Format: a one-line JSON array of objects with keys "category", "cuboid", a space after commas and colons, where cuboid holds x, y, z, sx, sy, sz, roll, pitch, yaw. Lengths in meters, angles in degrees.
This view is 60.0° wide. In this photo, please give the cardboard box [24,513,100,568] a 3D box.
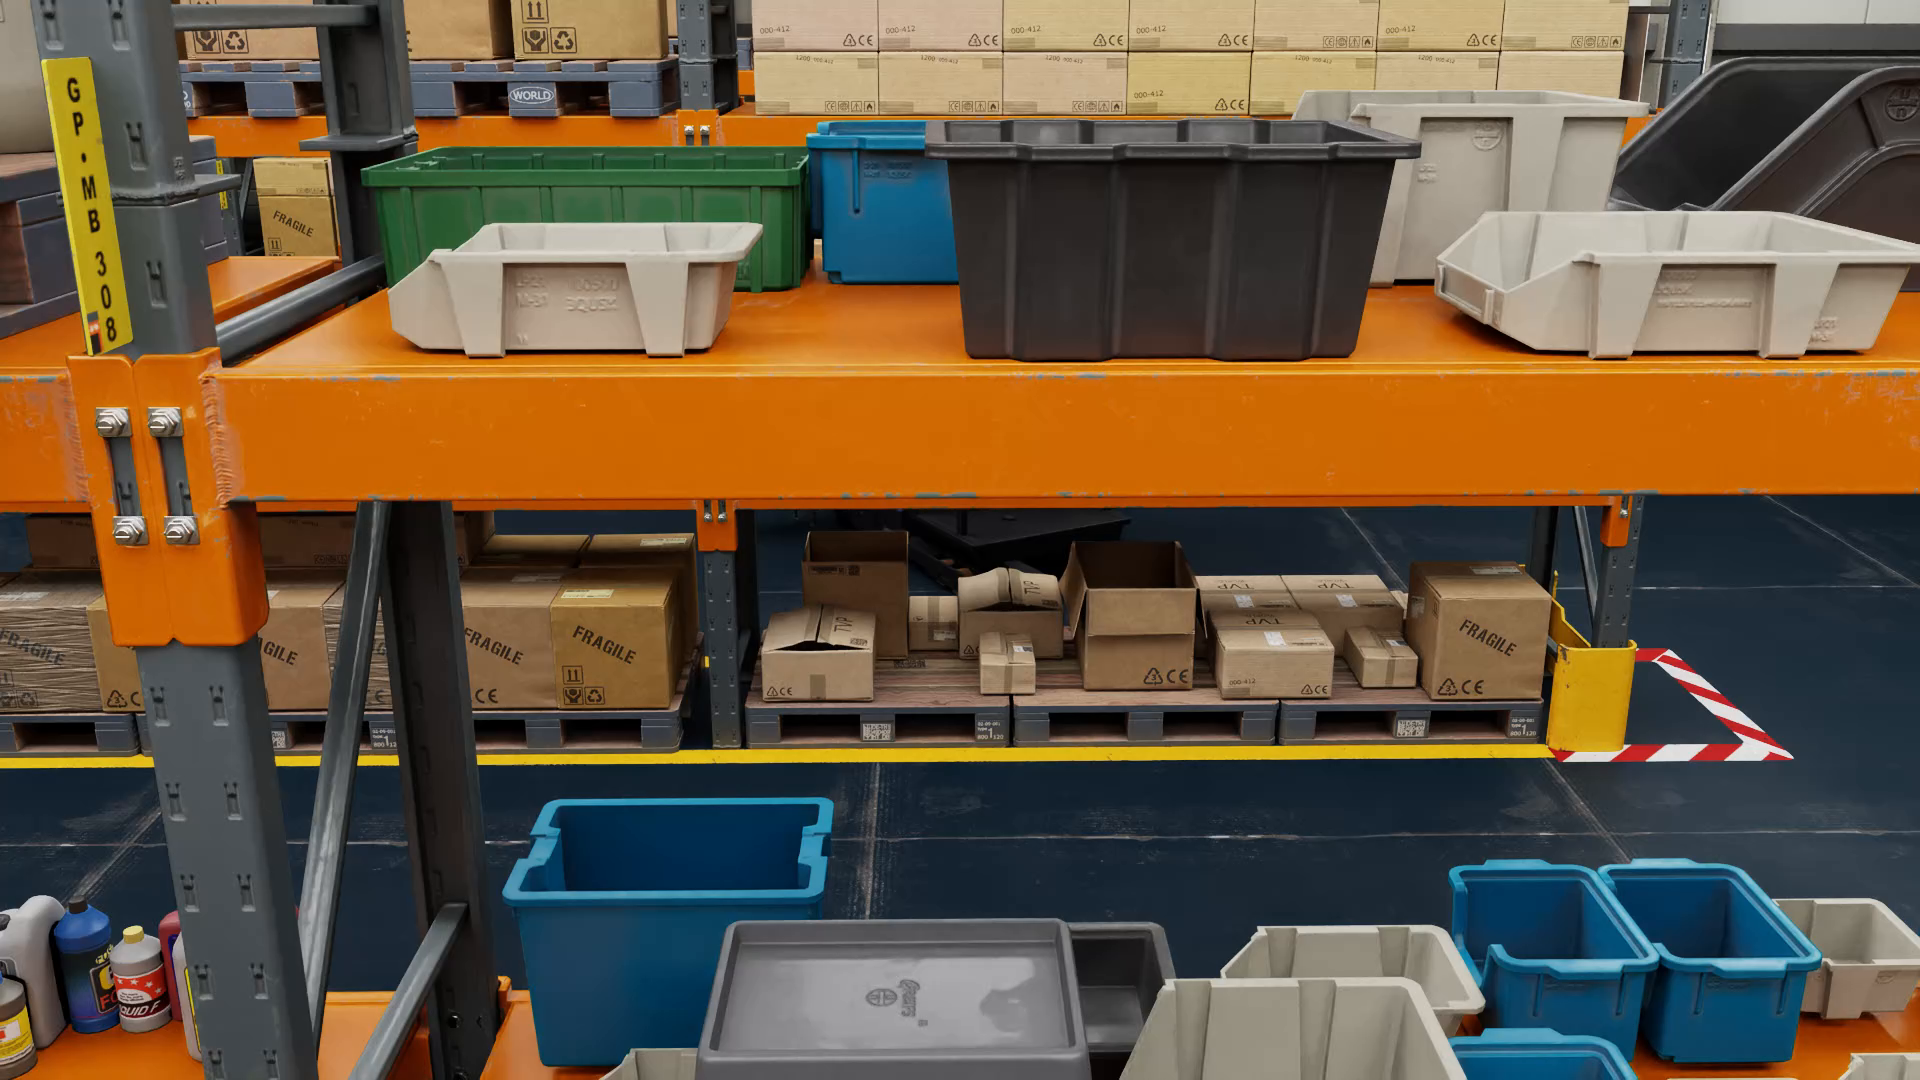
[{"category": "cardboard box", "cuboid": [-4.082, -0.061, 7.972, 0.500, 0.250, 0.500, 0, 18, 1]}]

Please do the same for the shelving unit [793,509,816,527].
[{"category": "shelving unit", "cuboid": [-1.205, -0.639, 10.574, 0.503, 1.200, 0.258, -14, 23, -38]}]

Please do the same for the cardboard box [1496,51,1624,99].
[{"category": "cardboard box", "cuboid": [2.419, -1.919, 6.955, 0.500, 0.250, 0.500, 0, 18, -1]}]

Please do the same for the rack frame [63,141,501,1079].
[{"category": "rack frame", "cuboid": [-0.996, 0.887, 2.873, 0.127, 3.000, 1.000, 0, 18, -1]}]

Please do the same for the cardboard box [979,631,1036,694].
[{"category": "cardboard box", "cuboid": [0.217, 0.570, 7.778, 0.250, 0.166, 0.380, 0, 18, -1]}]

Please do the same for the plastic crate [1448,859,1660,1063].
[{"category": "plastic crate", "cuboid": [1.135, 0.827, 3.235, 0.300, 0.233, 0.416, 0, 18, -1]}]

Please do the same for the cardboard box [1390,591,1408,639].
[{"category": "cardboard box", "cuboid": [2.255, 0.392, 8.332, 0.250, 0.166, 0.380, 0, 18, -1]}]

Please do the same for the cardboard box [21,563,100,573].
[{"category": "cardboard box", "cuboid": [-4.139, 0.298, 8.081, 0.500, 0.500, 0.500, 0, 18, 1]}]

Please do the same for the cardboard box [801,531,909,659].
[{"category": "cardboard box", "cuboid": [-0.505, 0.265, 8.183, 0.500, 0.500, 0.500, 0, 18, -1]}]

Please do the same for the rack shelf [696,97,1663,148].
[{"category": "rack shelf", "cuboid": [0.929, -1.722, 7.271, 4.000, 0.370, 1.077, 0, 18, -1]}]

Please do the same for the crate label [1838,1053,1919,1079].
[{"category": "crate label", "cuboid": [1.623, 1.029, 2.762, 0.243, 0.136, 0.396, 0, 18, -1]}]

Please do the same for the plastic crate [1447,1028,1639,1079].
[{"category": "plastic crate", "cuboid": [0.954, 1.007, 2.675, 0.300, 0.233, 0.416, 0, 18, -1]}]

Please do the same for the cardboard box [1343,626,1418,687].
[{"category": "cardboard box", "cuboid": [1.983, 0.546, 7.852, 0.250, 0.166, 0.380, 0, 18, -1]}]

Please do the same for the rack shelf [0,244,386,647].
[{"category": "rack shelf", "cuboid": [-2.996, -0.190, 2.495, 4.000, 0.370, 1.077, 0, 18, -1]}]

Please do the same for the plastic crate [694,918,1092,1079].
[{"category": "plastic crate", "cuboid": [-0.099, 0.900, 2.629, 0.583, 0.464, 0.402, 0, 18, -1]}]

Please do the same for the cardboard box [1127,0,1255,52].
[{"category": "cardboard box", "cuboid": [0.919, -2.152, 6.862, 0.500, 0.250, 0.500, 0, 18, -1]}]

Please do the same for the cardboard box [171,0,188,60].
[{"category": "cardboard box", "cuboid": [-3.605, -2.100, 7.110, 0.500, 0.500, 0.910, 0, 18, -1]}]

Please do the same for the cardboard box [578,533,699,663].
[{"category": "cardboard box", "cuboid": [-1.558, 0.282, 8.129, 0.500, 0.500, 0.500, -1, 18, -3]}]

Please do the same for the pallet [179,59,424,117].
[{"category": "pallet", "cuboid": [-2.761, -1.977, 7.198, 1.003, 0.211, 1.213, 0, 18, -1]}]

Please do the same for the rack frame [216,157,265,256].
[{"category": "rack frame", "cuboid": [-5.152, -2.120, 12.245, 0.127, 3.000, 1.000, 0, 18, -1]}]

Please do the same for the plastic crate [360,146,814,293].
[{"category": "plastic crate", "cuboid": [-0.577, -0.535, 2.741, 0.662, 0.188, 0.450, 0, 18, -1]}]

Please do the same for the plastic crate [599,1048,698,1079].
[{"category": "plastic crate", "cuboid": [-0.529, 1.025, 2.775, 0.243, 0.136, 0.396, 0, 18, -1]}]

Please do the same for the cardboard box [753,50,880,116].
[{"category": "cardboard box", "cuboid": [-0.581, -1.910, 6.926, 0.500, 0.250, 0.500, 0, 18, -1]}]

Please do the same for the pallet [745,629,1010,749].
[{"category": "pallet", "cuboid": [-0.384, 0.699, 8.025, 1.213, 0.211, 1.003, 0, 18, -1]}]

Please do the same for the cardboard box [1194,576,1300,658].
[{"category": "cardboard box", "cuboid": [1.381, 0.375, 8.249, 0.500, 0.250, 0.500, 0, 18, -1]}]

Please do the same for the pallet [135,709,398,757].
[{"category": "pallet", "cuboid": [-3.106, 0.724, 7.946, 1.213, 0.211, 1.003, 0, 18, -1]}]

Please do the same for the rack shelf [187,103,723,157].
[{"category": "rack shelf", "cuboid": [-3.070, -1.702, 7.211, 4.000, 0.370, 1.077, 0, 18, -1]}]

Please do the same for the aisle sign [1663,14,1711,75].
[{"category": "aisle sign", "cuboid": [3.002, -1.790, 6.962, 0.004, 0.787, 0.394, 0, 18, -1]}]

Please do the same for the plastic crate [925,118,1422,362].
[{"category": "plastic crate", "cuboid": [0.250, -0.402, 2.193, 0.590, 0.269, 0.497, 0, 18, -1]}]

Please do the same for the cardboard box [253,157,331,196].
[{"category": "cardboard box", "cuboid": [-4.665, -2.599, 11.829, 0.500, 0.250, 0.500, 0, 18, 0]}]

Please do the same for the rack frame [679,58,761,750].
[{"category": "rack frame", "cuboid": [-1.071, -0.626, 7.589, 0.127, 3.000, 1.000, 0, 18, -1]}]

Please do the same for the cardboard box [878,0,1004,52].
[{"category": "cardboard box", "cuboid": [-0.081, -2.151, 6.858, 0.500, 0.250, 0.500, 0, 18, -1]}]

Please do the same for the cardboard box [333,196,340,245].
[{"category": "cardboard box", "cuboid": [-4.139, -2.243, 11.944, 0.500, 0.500, 0.500, 0, 18, 1]}]

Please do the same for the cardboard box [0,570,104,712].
[{"category": "cardboard box", "cuboid": [-4.087, 0.455, 7.592, 0.500, 0.500, 0.500, -1, 18, -3]}]

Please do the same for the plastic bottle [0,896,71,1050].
[{"category": "plastic bottle", "cuboid": [-1.831, 0.833, 3.242, 0.135, 0.276, 0.152, 0, 18, -1]}]

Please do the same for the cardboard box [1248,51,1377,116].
[{"category": "cardboard box", "cuboid": [1.419, -1.914, 6.938, 0.500, 0.250, 0.500, 0, 18, -1]}]

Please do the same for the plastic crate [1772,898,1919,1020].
[{"category": "plastic crate", "cuboid": [1.751, 0.844, 3.338, 0.298, 0.136, 0.250, 0, 18, -1]}]

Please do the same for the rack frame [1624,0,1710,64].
[{"category": "rack frame", "cuboid": [2.929, -3.502, 6.733, 0.127, 3.000, 1.000, 0, 18, -1]}]

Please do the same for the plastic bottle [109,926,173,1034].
[{"category": "plastic bottle", "cuboid": [-1.618, 0.859, 3.283, 0.097, 0.201, 0.097, 0, 18, 0]}]

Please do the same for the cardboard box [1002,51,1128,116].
[{"category": "cardboard box", "cuboid": [0.419, -1.913, 6.936, 0.500, 0.250, 0.500, 0, 18, -1]}]

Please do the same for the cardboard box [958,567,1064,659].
[{"category": "cardboard box", "cuboid": [0.244, 0.352, 8.223, 0.500, 0.311, 0.500, 0, 18, -1]}]

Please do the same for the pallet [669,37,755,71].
[{"category": "pallet", "cuboid": [-2.069, -3.457, 11.816, 1.217, 0.209, 0.805, -1, 18, -3]}]

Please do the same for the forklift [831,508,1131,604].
[{"category": "forklift", "cuboid": [0.309, -1.230, 9.584, 1.130, 2.935, 3.031, -10, 20, -28]}]

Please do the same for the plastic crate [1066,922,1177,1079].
[{"category": "plastic crate", "cuboid": [0.119, 0.902, 3.179, 0.590, 0.125, 0.437, 0, 18, -1]}]

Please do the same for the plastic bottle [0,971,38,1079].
[{"category": "plastic bottle", "cuboid": [-1.810, 0.907, 3.135, 0.097, 0.201, 0.097, 0, 18, 0]}]

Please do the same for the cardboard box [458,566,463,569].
[{"category": "cardboard box", "cuboid": [-2.591, 0.288, 8.110, 0.500, 0.500, 0.500, 0, 18, 0]}]

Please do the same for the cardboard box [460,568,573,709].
[{"category": "cardboard box", "cuboid": [-2.054, 0.444, 7.624, 0.500, 0.500, 0.500, 0, 18, -1]}]

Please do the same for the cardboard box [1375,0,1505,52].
[{"category": "cardboard box", "cuboid": [1.919, -2.158, 6.879, 0.500, 0.250, 0.500, 0, 18, -1]}]

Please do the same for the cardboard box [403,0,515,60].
[{"category": "cardboard box", "cuboid": [-2.243, -2.360, 7.067, 0.600, 0.600, 0.600, 0, 18, -1]}]

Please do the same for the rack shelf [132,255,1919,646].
[{"category": "rack shelf", "cuboid": [1.004, -0.209, 2.555, 4.000, 0.370, 1.077, 0, 18, -1]}]

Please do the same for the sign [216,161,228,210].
[{"category": "sign", "cuboid": [-5.134, -2.468, 11.564, 0.005, 0.325, 0.100, 0, 18, -1]}]

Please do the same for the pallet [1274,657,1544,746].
[{"category": "pallet", "cuboid": [2.056, 0.687, 8.061, 1.213, 0.211, 1.003, 0, 18, -1]}]

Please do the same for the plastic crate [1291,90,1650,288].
[{"category": "plastic crate", "cuboid": [0.782, -0.588, 2.754, 0.530, 0.282, 0.437, 0, 18, -1]}]

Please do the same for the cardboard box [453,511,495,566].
[{"category": "cardboard box", "cuboid": [-2.558, -0.070, 7.999, 0.500, 0.250, 0.500, 0, 18, -1]}]

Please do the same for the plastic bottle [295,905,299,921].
[{"category": "plastic bottle", "cuboid": [-1.370, 0.814, 3.292, 0.133, 0.283, 0.061, 0, 18, -1]}]

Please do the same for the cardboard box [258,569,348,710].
[{"category": "cardboard box", "cuboid": [-3.064, 0.450, 7.607, 0.500, 0.500, 0.500, -1, 18, -3]}]

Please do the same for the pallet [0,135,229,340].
[{"category": "pallet", "cuboid": [-1.778, -0.418, 2.339, 1.003, 0.211, 1.213, 0, 18, -1]}]

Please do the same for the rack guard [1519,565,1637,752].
[{"category": "rack guard", "cuboid": [2.853, 0.545, 8.030, 0.348, 0.500, 1.175, 0, 18, -1]}]
